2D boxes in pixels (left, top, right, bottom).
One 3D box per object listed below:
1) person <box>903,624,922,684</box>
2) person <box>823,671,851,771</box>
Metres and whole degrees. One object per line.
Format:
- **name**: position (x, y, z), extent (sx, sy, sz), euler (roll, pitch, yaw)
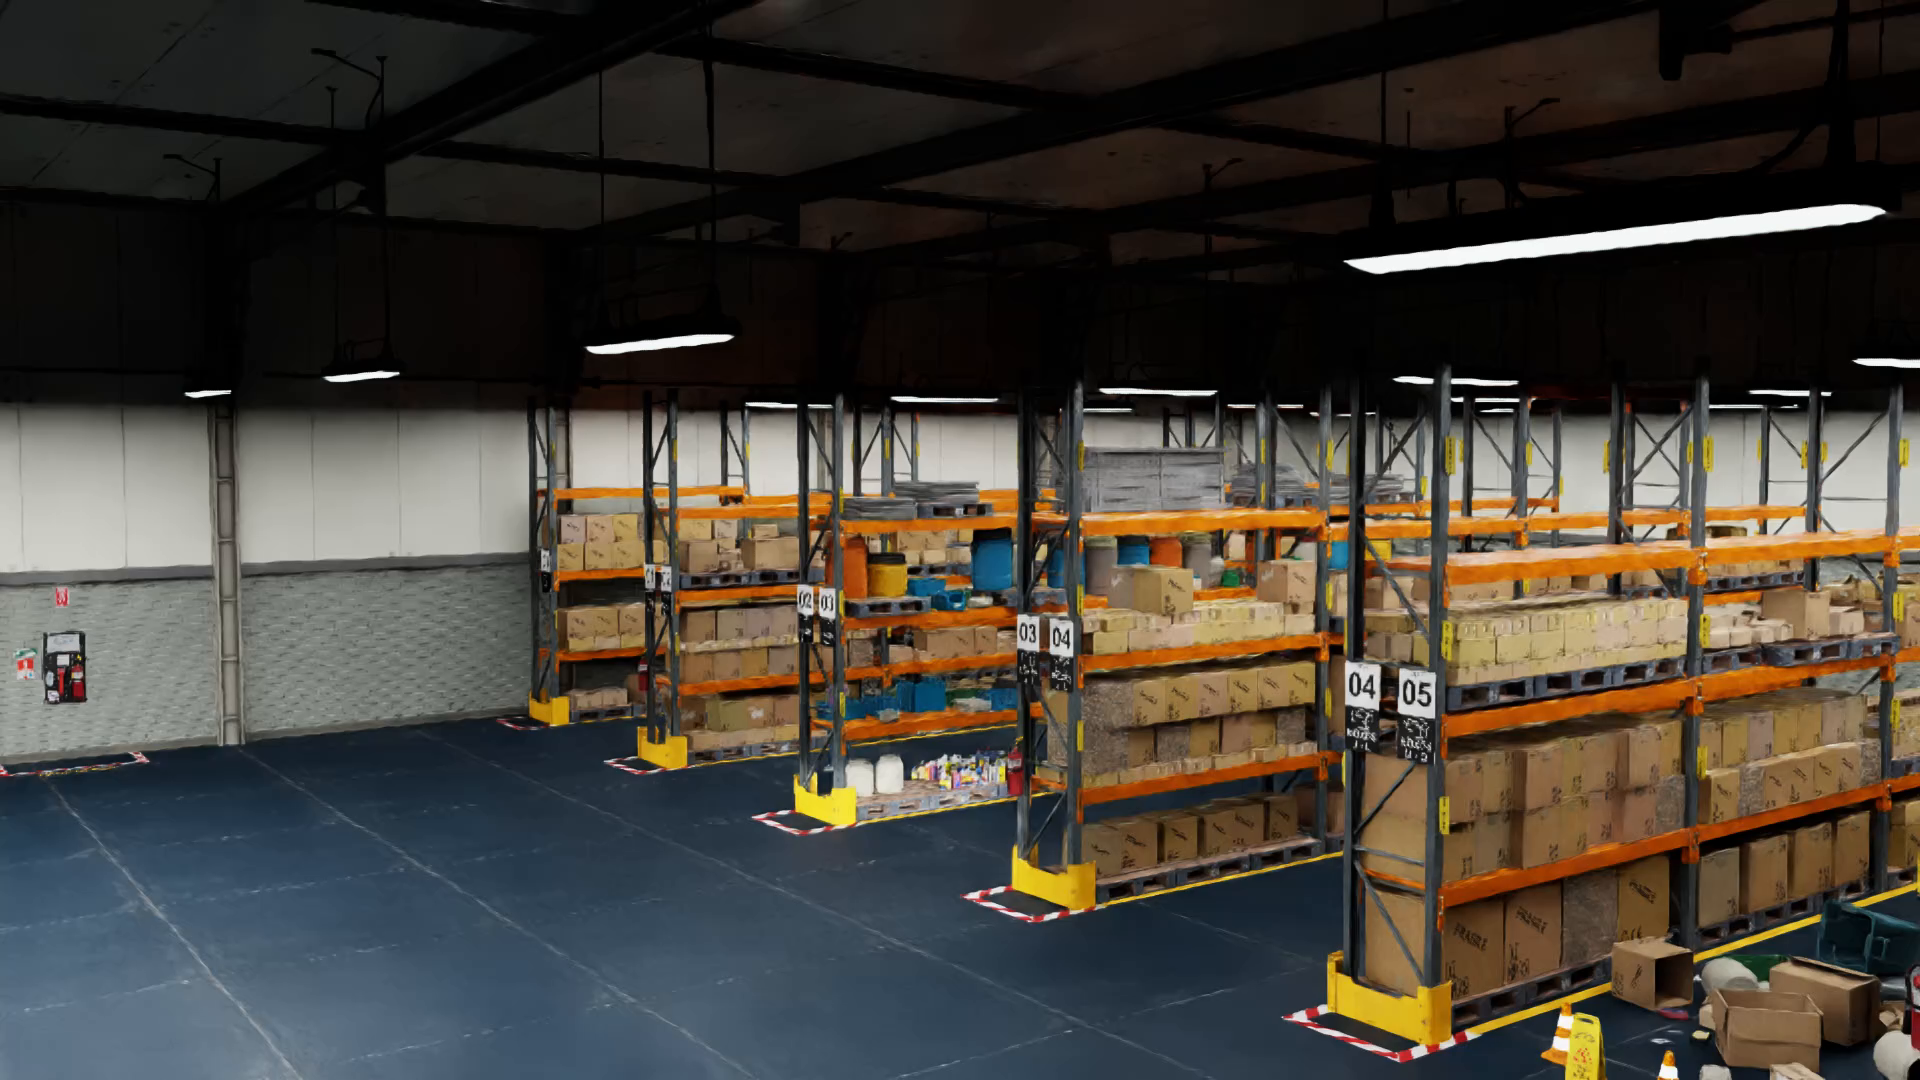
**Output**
- **person**: position (-0.882, 2.373, 32.444), extent (0.451, 1.727, 0.584), euler (2, 4, 25)
- **person**: position (-1.894, 2.813, 26.081), extent (0.522, 1.592, 0.527), euler (0, 3, -5)
